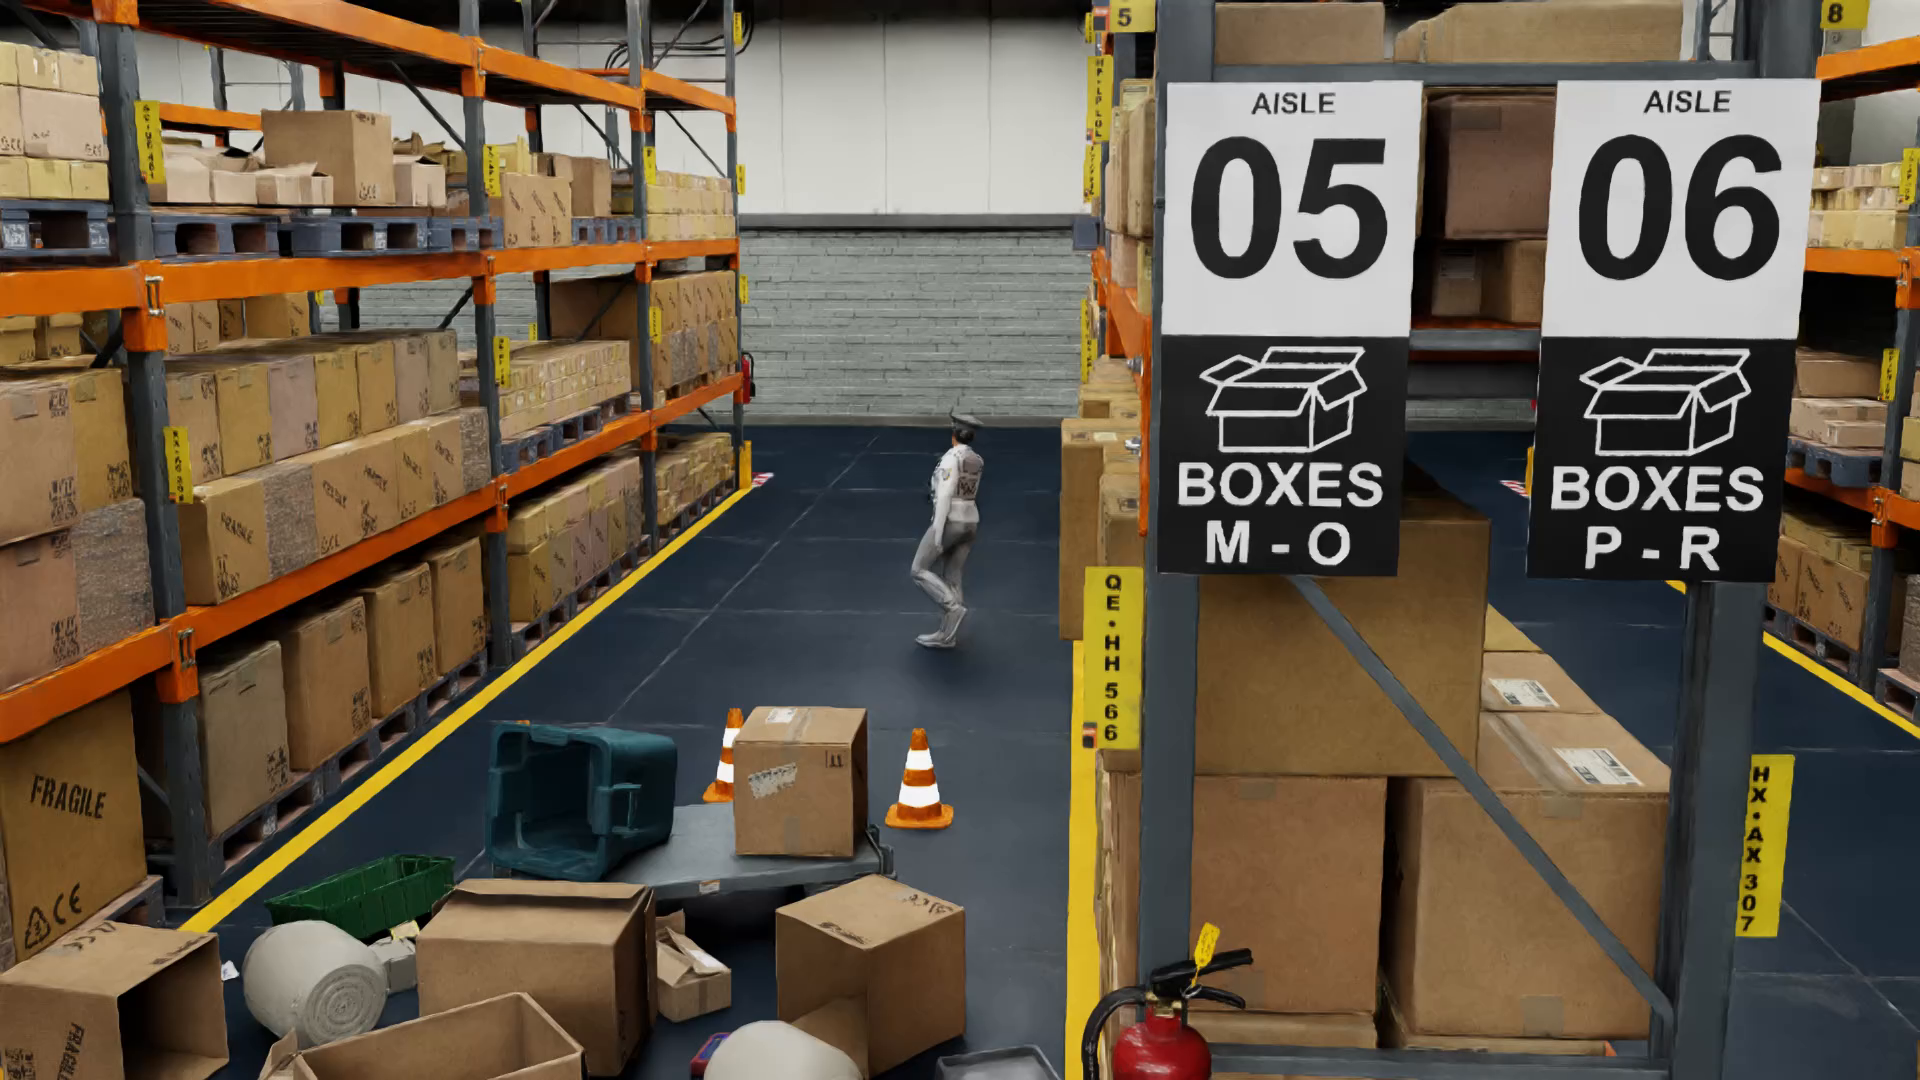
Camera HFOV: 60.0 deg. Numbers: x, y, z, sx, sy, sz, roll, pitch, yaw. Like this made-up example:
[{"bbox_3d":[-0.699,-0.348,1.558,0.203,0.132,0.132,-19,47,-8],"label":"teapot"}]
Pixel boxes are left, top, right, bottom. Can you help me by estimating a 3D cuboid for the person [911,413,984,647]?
[{"bbox_3d":[-0.036,-0.068,11.768,0.488,1.625,0.625,8,13,35],"label":"person"}]
